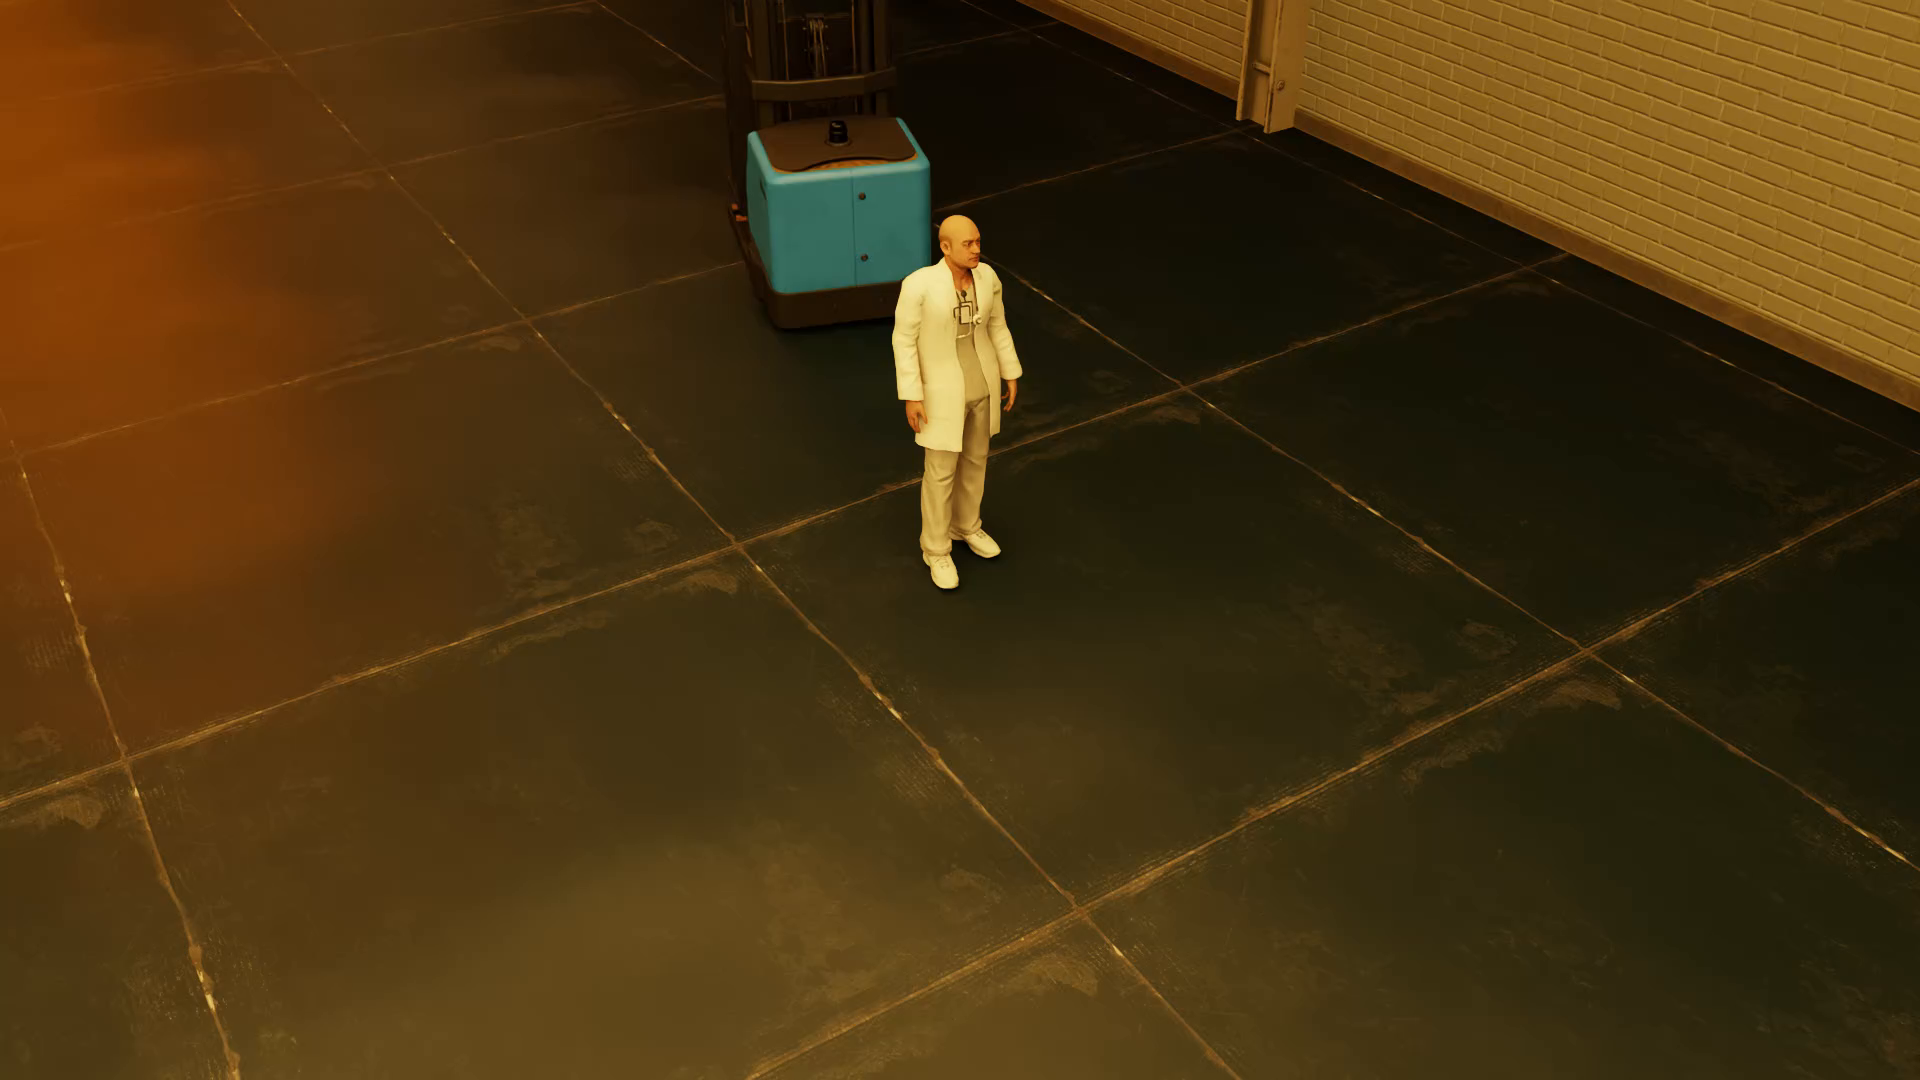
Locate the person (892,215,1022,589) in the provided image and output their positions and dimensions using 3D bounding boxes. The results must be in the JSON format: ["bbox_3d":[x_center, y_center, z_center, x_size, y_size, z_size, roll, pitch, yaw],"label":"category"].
[{"bbox_3d":[0.045,-0.688,8.118,0.696,1.776,0.581,-21,40,-27],"label":"person"}]

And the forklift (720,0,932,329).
[{"bbox_3d":[-1.035,-3.373,10.949,1.130,2.935,3.031,-9,36,-12],"label":"forklift"}]
